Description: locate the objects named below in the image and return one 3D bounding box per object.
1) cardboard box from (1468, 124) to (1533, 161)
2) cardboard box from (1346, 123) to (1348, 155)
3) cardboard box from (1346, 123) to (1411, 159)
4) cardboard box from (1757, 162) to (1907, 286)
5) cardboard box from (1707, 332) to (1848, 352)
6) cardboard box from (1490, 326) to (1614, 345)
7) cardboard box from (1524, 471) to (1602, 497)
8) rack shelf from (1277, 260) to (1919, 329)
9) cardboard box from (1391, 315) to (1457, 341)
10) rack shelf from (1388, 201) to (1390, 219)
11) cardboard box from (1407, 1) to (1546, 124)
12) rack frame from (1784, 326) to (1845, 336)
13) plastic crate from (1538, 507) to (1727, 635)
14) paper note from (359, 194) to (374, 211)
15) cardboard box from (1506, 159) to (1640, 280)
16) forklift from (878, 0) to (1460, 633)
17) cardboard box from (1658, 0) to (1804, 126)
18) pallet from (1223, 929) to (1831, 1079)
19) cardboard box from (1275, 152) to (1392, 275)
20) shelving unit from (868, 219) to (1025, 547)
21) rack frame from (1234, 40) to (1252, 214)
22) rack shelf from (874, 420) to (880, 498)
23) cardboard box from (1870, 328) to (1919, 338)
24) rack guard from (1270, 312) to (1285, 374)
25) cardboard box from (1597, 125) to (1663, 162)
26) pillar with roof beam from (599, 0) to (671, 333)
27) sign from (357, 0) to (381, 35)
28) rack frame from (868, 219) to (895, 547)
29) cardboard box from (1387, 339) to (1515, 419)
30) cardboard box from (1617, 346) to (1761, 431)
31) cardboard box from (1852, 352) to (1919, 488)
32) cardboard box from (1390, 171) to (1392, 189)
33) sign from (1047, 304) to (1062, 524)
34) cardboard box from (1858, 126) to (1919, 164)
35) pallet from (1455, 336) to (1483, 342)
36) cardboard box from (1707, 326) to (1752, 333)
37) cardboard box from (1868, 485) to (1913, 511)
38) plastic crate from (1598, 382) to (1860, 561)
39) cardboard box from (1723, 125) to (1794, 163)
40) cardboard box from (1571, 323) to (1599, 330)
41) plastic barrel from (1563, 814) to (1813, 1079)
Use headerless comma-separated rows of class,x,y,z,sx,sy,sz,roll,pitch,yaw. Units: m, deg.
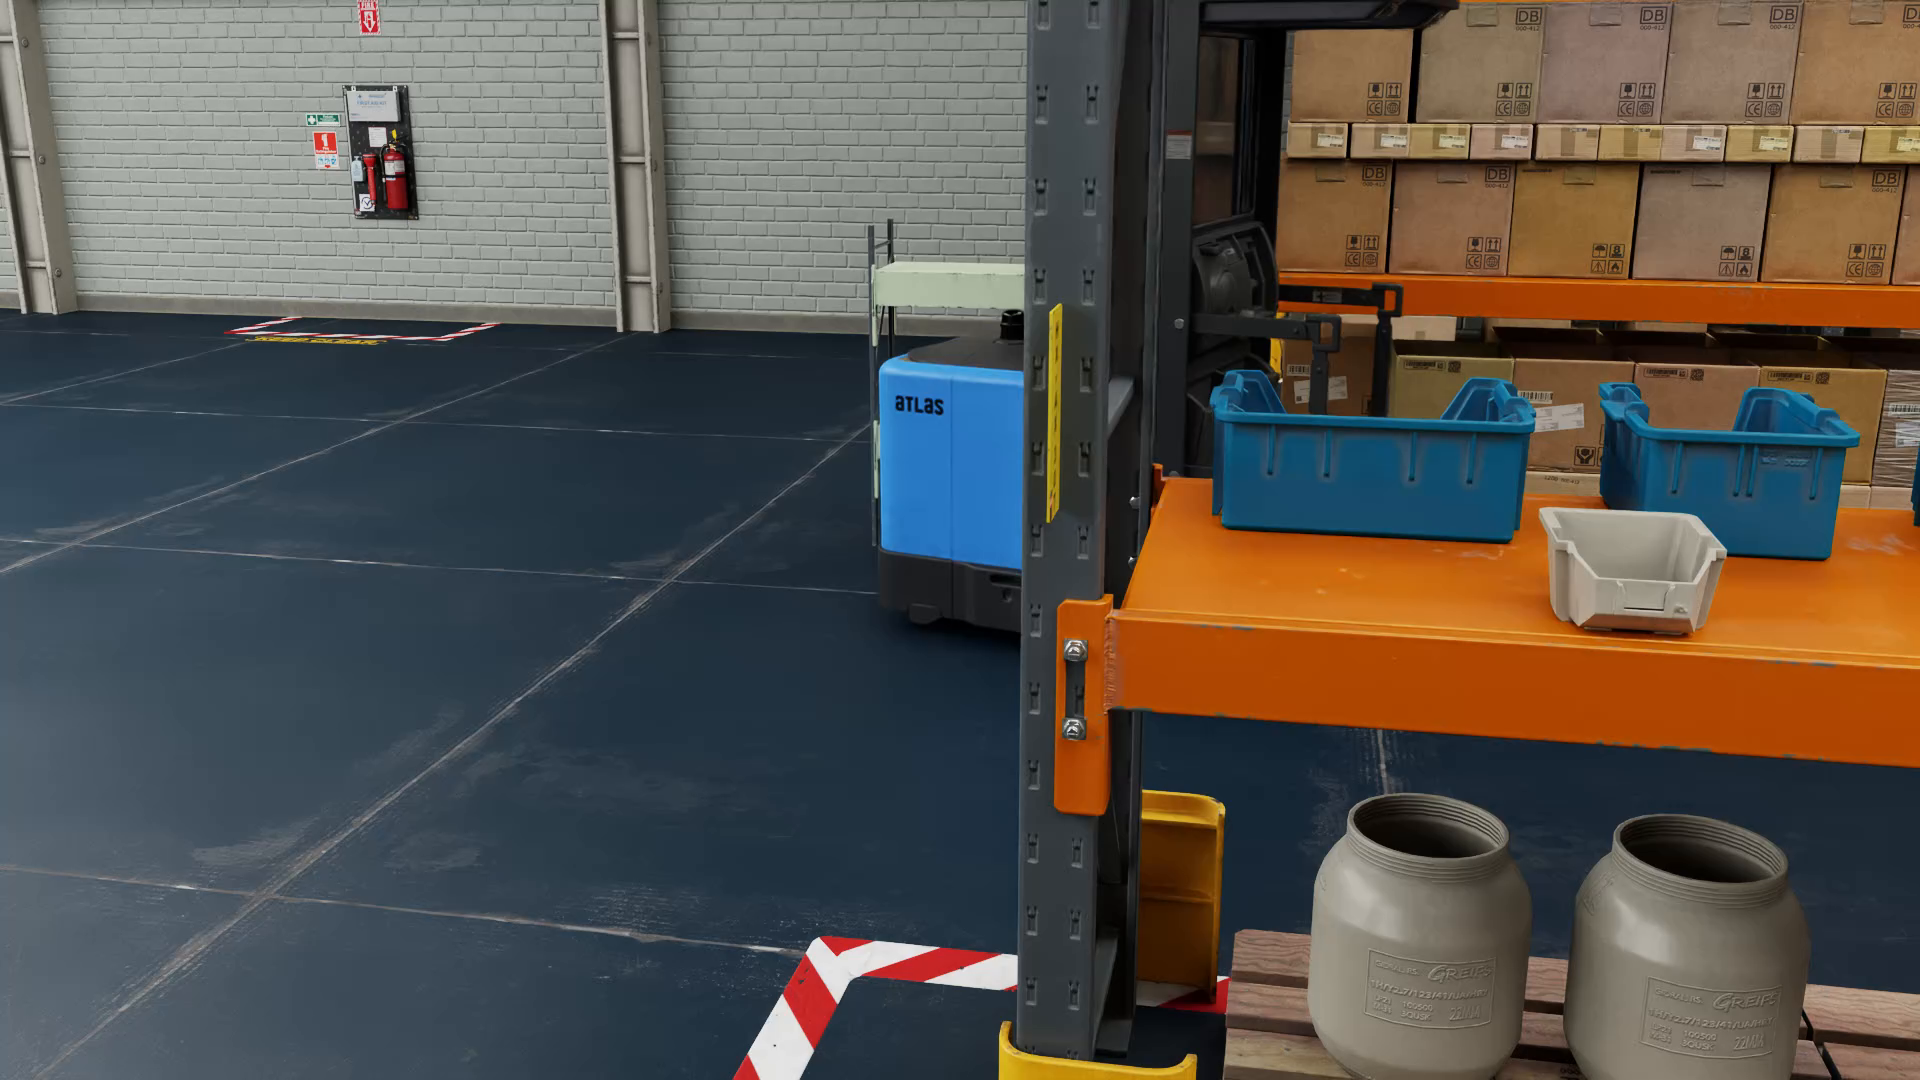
cardboard box,2.342,-1.743,7.262,0.250,0.149,0.380,3,16,10
cardboard box,1.919,-1.877,7.746,0.250,0.149,0.380,4,16,12
cardboard box,1.851,-1.770,7.362,0.250,0.149,0.380,3,16,10
cardboard box,3.724,-1.412,7.282,0.500,0.500,0.700,3,16,12
cardboard box,3.798,-0.686,7.808,0.500,0.500,0.500,3,16,11
cardboard box,2.817,-0.739,8.000,0.500,0.500,0.500,3,16,11
cardboard box,2.712,-0.238,7.598,0.500,0.250,0.500,3,16,11
rack shelf,3.210,-1.047,7.501,4.000,0.370,1.077,3,16,11
cardboard box,3.452,-1.622,12.441,0.500,0.311,0.500,4,16,16
rack shelf,4.193,-2.343,12.180,4.000,0.370,1.077,3,16,11
cardboard box,2.273,-2.116,7.395,0.500,0.500,0.700,3,16,10
rack frame,6.153,-2.583,11.700,0.127,3.000,1.000,3,16,11
plastic crate,1.072,0.054,2.671,0.250,0.136,0.298,3,16,11
paper note,-5.362,-3.049,15.030,0.142,0.148,0.016,3,16,11
cardboard box,2.706,-1.466,7.477,0.500,0.500,0.700,3,16,11
forklift,1.221,-1.020,6.185,3.031,2.935,1.130,8,17,25
cardboard box,3.258,-2.063,7.202,0.500,0.500,0.700,3,16,11
pallet,1.138,1.176,3.353,1.213,0.211,1.003,3,16,11
cardboard box,1.705,-1.520,7.674,0.500,0.500,0.700,3,16,11
shelving unit,-0.007,-0.723,7.793,0.755,1.500,0.431,3,16,11
rack frame,1.250,-1.500,7.789,0.127,3.000,1.000,3,16,11
rack shelf,-0.007,-0.409,7.880,0.720,0.370,0.431,3,16,11
cardboard box,6.878,-1.556,11.849,0.500,0.500,0.700,4,16,13
rack guard,2.308,-1.588,12.787,0.348,0.500,1.175,3,16,11
cardboard box,2.854,-1.716,7.165,0.250,0.149,0.380,3,16,10
pillar with roof beam,-3.646,-5.069,9.436,0.400,9.000,9.100,3,16,11
sign,-5.190,-4.590,14.599,0.199,0.298,0.001,3,16,11
rack frame,-0.365,-0.743,7.863,0.023,1.500,0.400,3,16,11
cardboard box,2.221,-0.626,7.592,0.500,0.500,0.500,3,16,11
cardboard box,3.200,-0.572,7.396,0.500,0.500,0.500,3,16,11
cardboard box,4.184,-0.523,7.221,0.500,0.500,0.500,3,16,11
cardboard box,3.160,-2.601,12.005,0.500,0.250,0.500,3,16,9
sign,0.145,-0.194,2.556,0.005,0.325,0.100,3,16,11
cardboard box,3.864,-1.661,6.968,0.250,0.149,0.380,3,16,11
pallet,4.289,-1.330,12.400,1.213,0.211,1.003,3,16,11
cardboard box,5.623,-1.451,12.093,0.250,0.166,0.380,1,16,4
cardboard box,4.184,-0.161,7.320,0.500,0.250,0.500,3,16,11
plastic crate,1.444,-0.149,3.188,0.408,0.251,0.499,3,16,11
cardboard box,3.356,-1.688,7.064,0.250,0.149,0.380,4,16,13
cardboard box,4.590,-1.512,12.347,0.250,0.149,0.380,2,16,7
plastic barrel,1.410,0.834,3.237,0.421,0.512,0.421,0,15,0
